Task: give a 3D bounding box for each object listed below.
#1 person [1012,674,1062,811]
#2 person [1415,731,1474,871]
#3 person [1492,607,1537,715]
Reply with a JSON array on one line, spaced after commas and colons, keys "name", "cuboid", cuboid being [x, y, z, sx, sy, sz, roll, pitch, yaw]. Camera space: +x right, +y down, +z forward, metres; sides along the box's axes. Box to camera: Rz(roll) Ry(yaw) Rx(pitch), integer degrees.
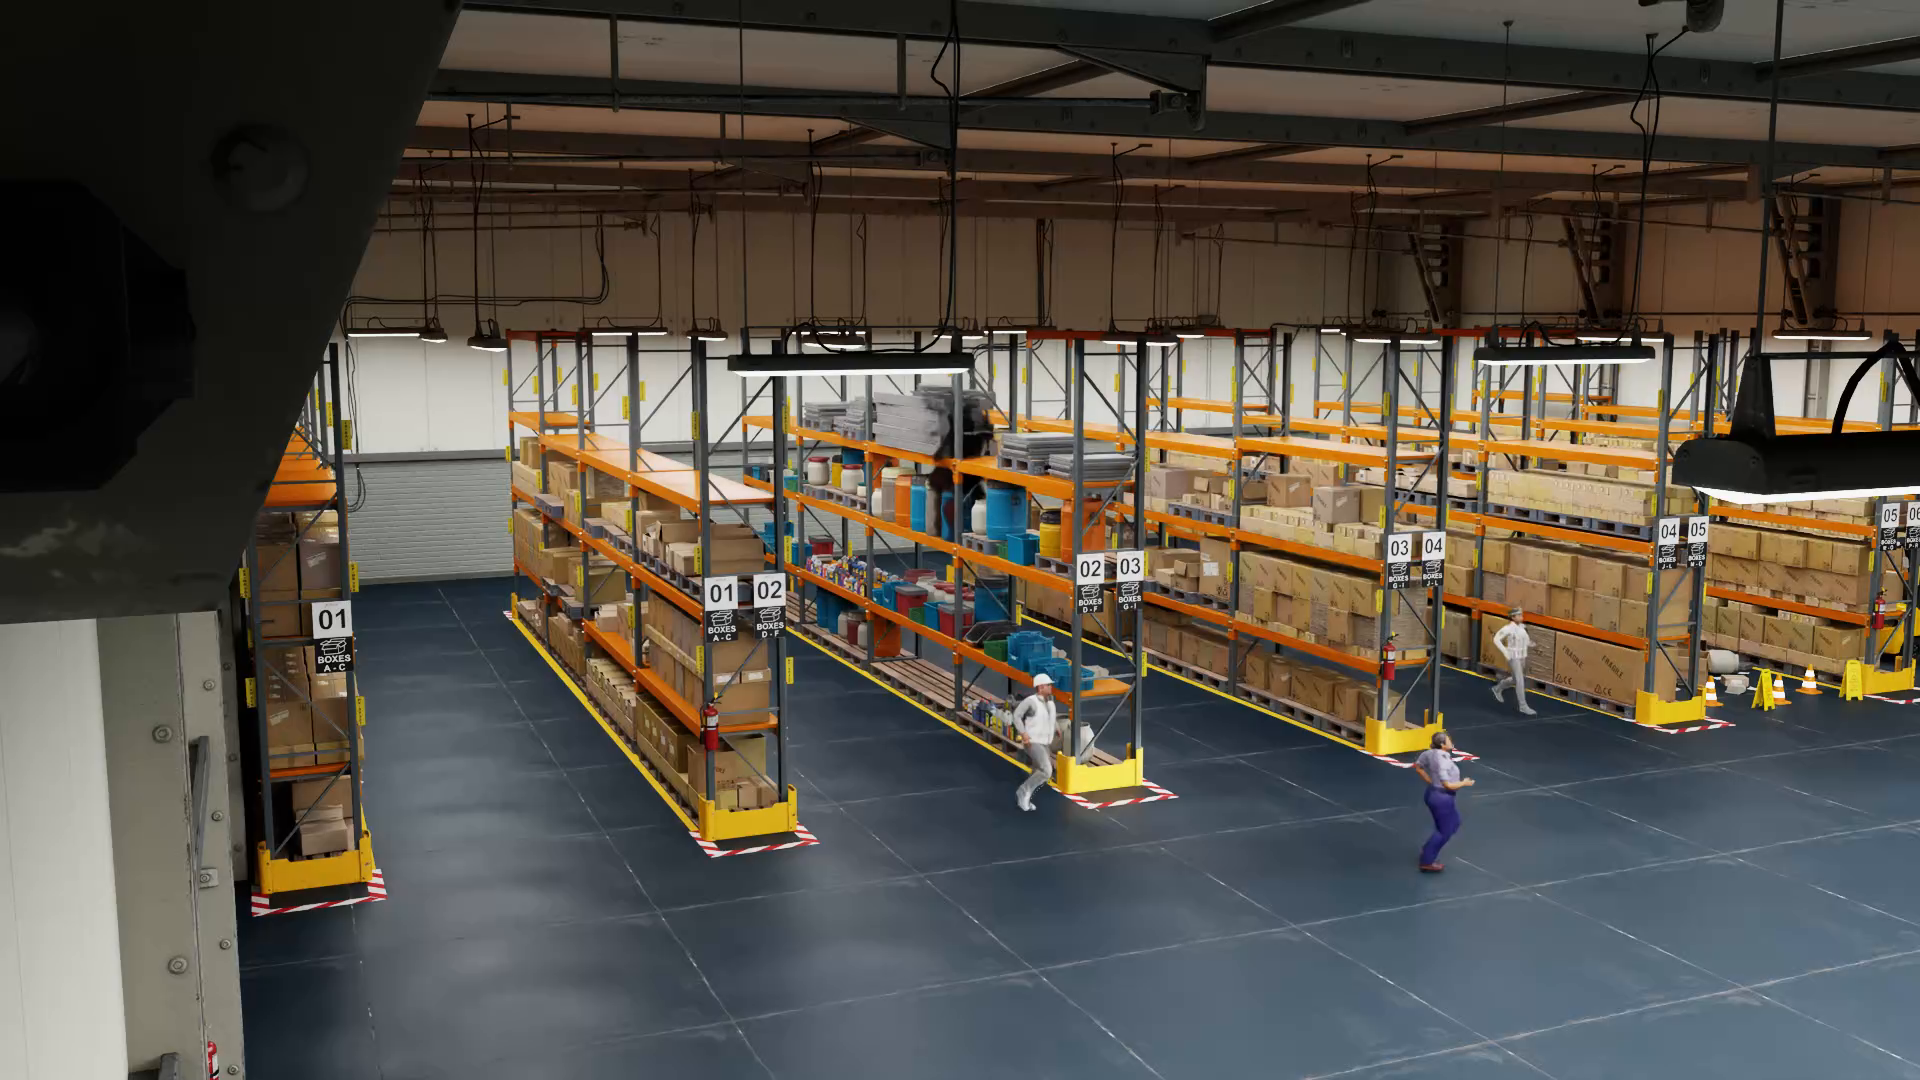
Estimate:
[{"name": "person", "cuboid": [1.036, 2.581, 21.314, 0.569, 1.719, 0.697, 5, 9, 35]}, {"name": "person", "cuboid": [5.519, 2.967, 18.930, 0.590, 1.627, 0.589, 0, 8, -2]}, {"name": "person", "cuboid": [8.854, 1.881, 26.512, 0.618, 1.672, 0.910, -5, 9, -34]}]
